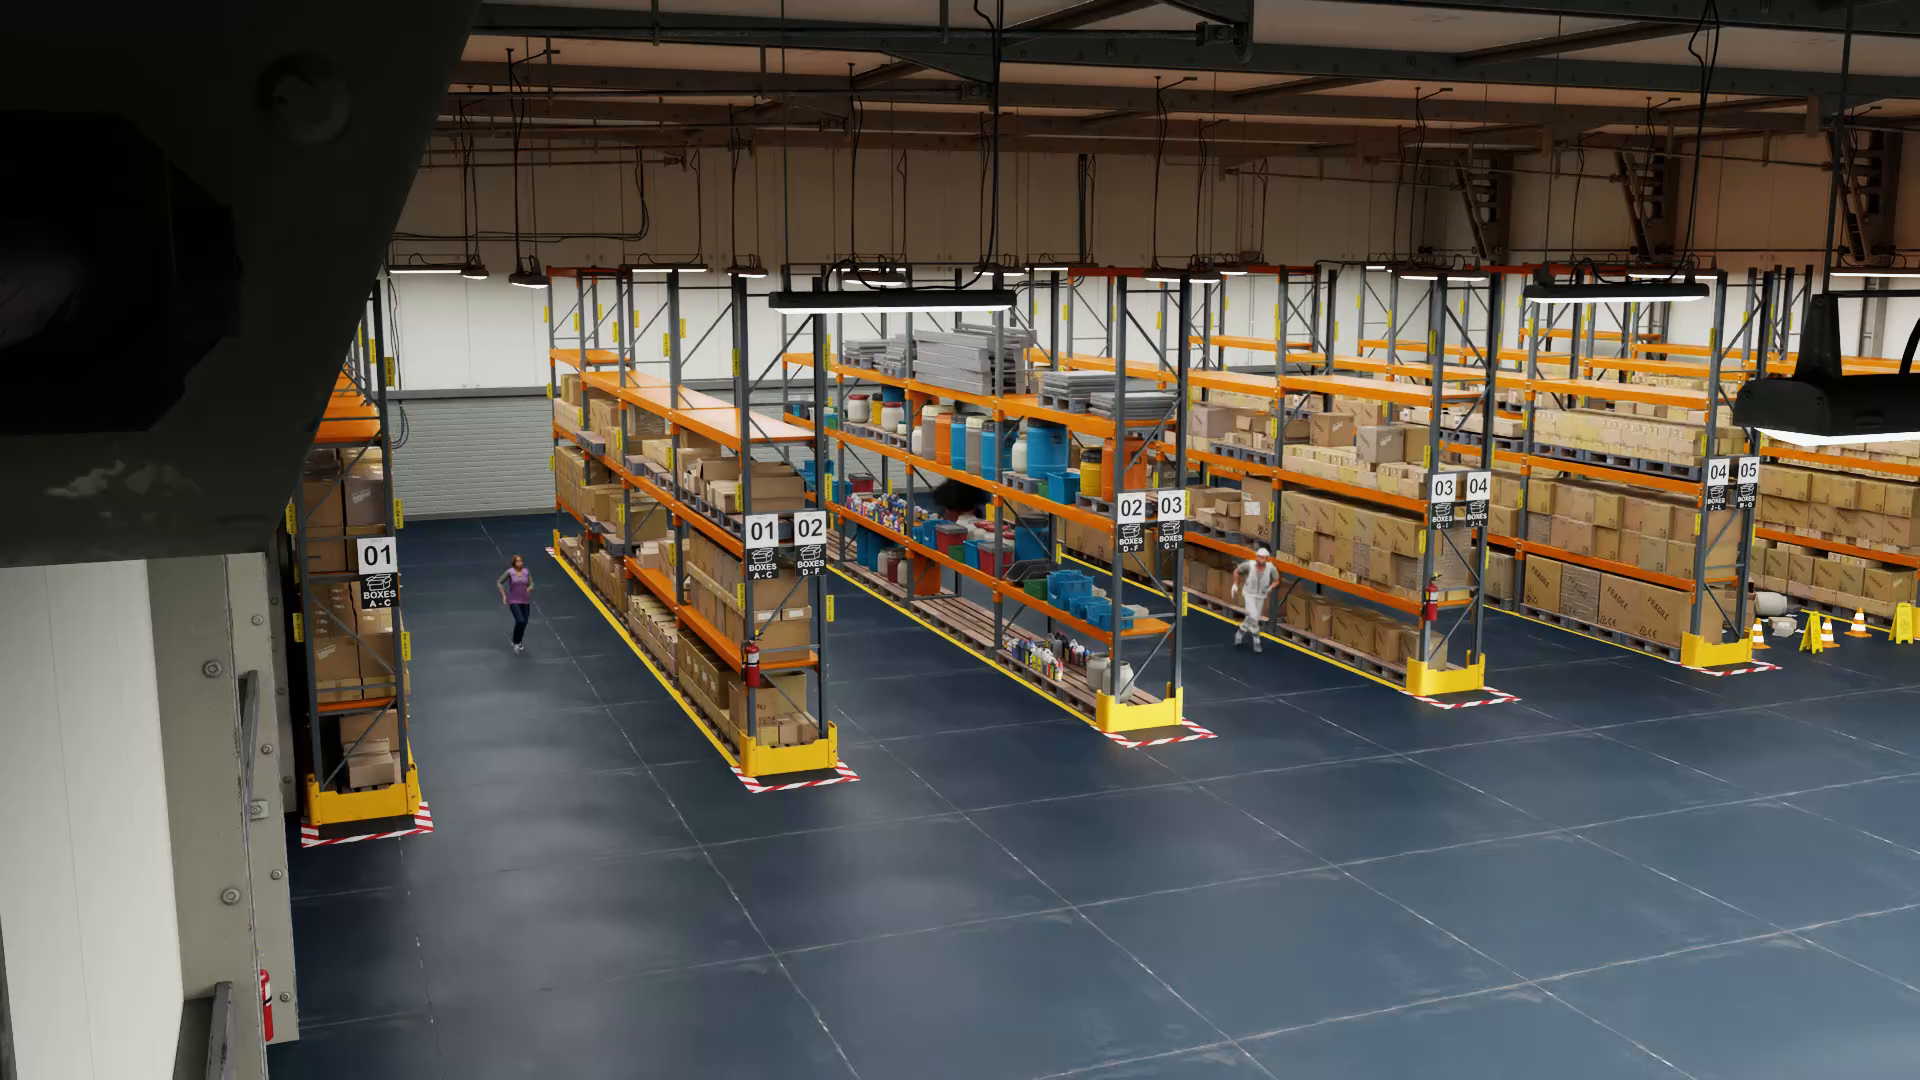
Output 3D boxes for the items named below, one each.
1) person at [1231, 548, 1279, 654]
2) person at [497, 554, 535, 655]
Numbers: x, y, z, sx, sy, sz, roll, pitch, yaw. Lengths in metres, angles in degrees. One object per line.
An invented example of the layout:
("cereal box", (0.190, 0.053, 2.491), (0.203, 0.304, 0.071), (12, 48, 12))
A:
("person", (4.679, 0.914, 26.565), (0.739, 1.702, 0.843), (-2, 10, -11))
("person", (-6.954, 1.012, 26.218), (0.506, 1.592, 0.662), (-8, 13, -38))
